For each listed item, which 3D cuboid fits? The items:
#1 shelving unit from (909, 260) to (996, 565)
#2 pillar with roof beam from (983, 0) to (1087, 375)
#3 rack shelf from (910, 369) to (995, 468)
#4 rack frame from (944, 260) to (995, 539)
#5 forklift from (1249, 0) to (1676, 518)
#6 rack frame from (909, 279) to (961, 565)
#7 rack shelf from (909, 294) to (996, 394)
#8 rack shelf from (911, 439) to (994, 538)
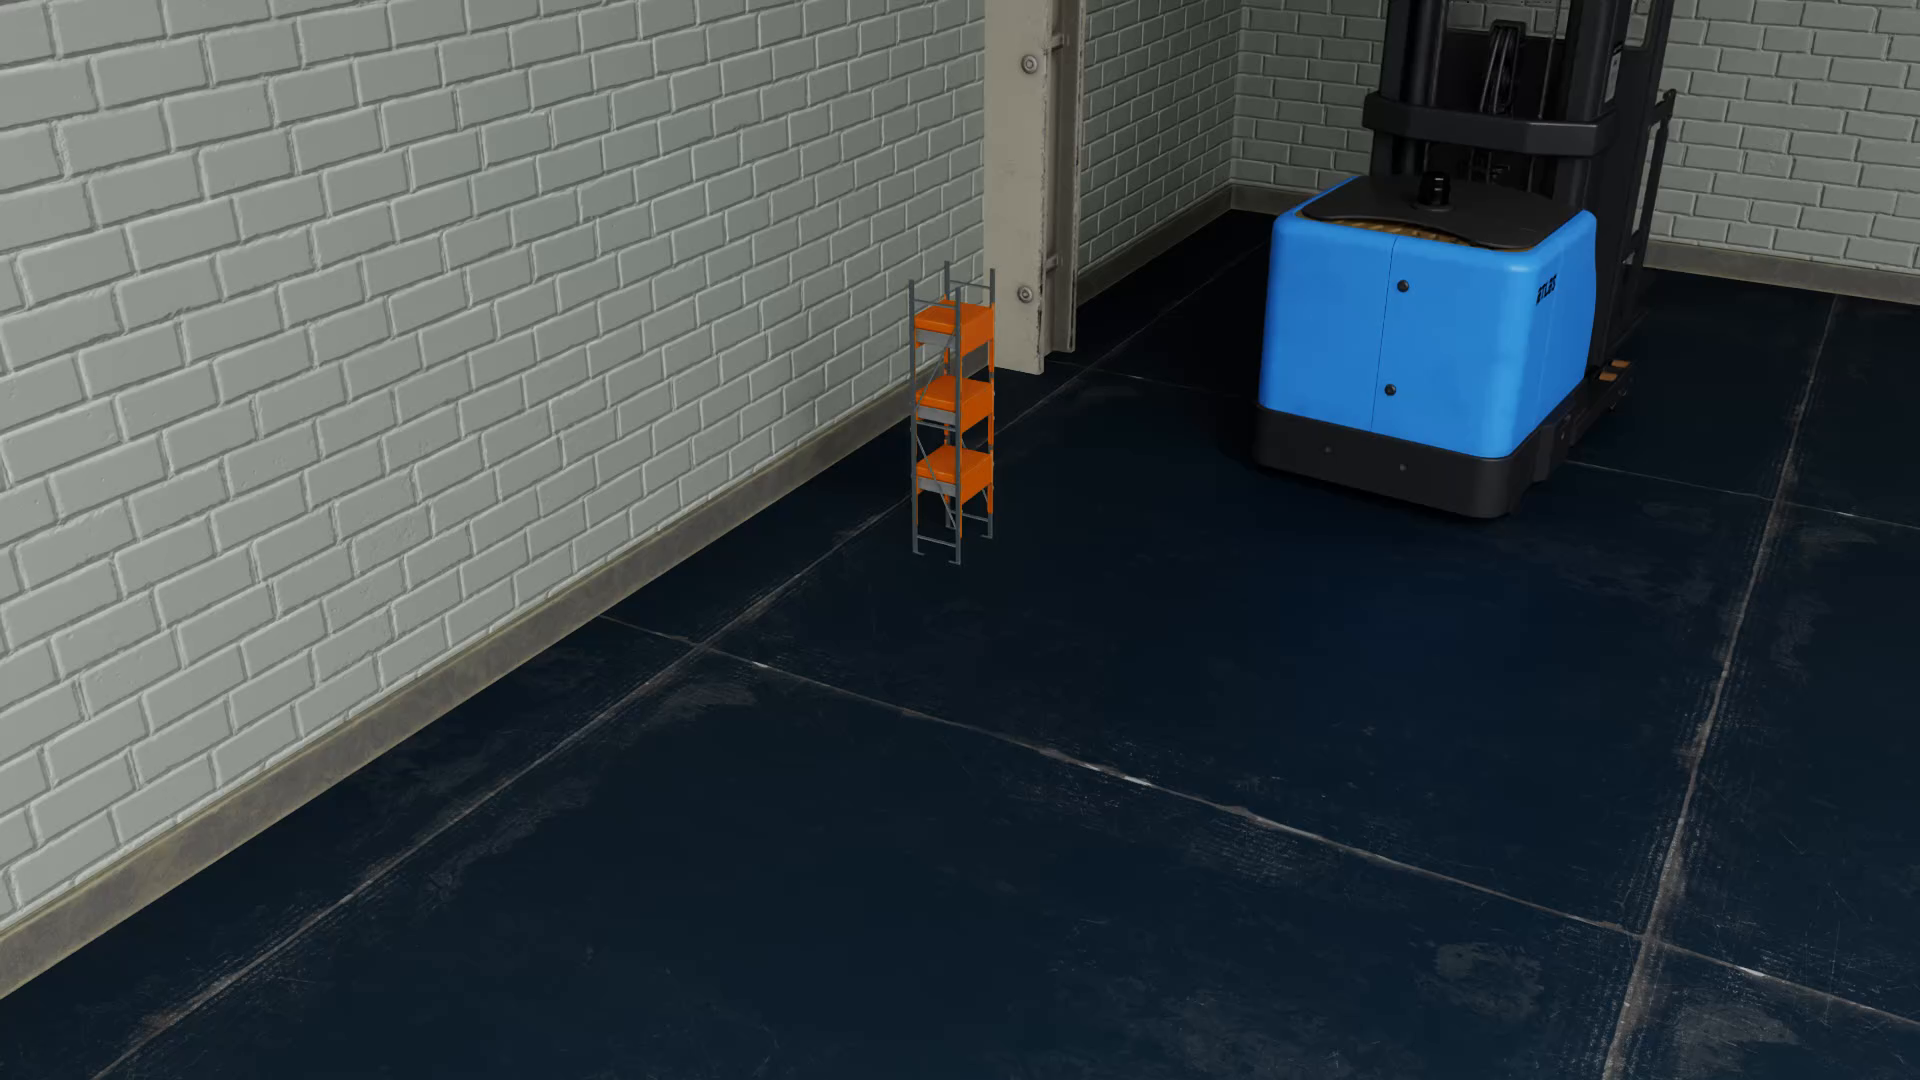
[{"bbox_3d":[-0.026,-0.449,5.973,0.215,1.050,0.252,14,30,26],"label":"shelving unit"},{"bbox_3d":[4.081,-3.961,4.110,9.100,9.000,0.400,14,30,26],"label":"pillar with roof beam"},{"bbox_3d":[-0.026,-0.439,5.978,0.215,0.259,0.240,14,30,26],"label":"rack shelf"},{"bbox_3d":[0.034,-0.496,6.068,0.200,1.050,0.008,14,30,26],"label":"rack frame"},{"bbox_3d":[2.420,-2.001,6.973,1.130,2.935,3.031,17,31,30],"label":"forklift"},{"bbox_3d":[-0.086,-0.401,5.878,0.200,1.050,0.008,14,30,26],"label":"rack frame"},{"bbox_3d":[-0.026,-0.693,5.851,0.215,0.259,0.240,14,30,26],"label":"rack shelf"},{"bbox_3d":[-0.026,-0.191,6.102,0.215,0.259,0.240,14,30,26],"label":"rack shelf"}]
